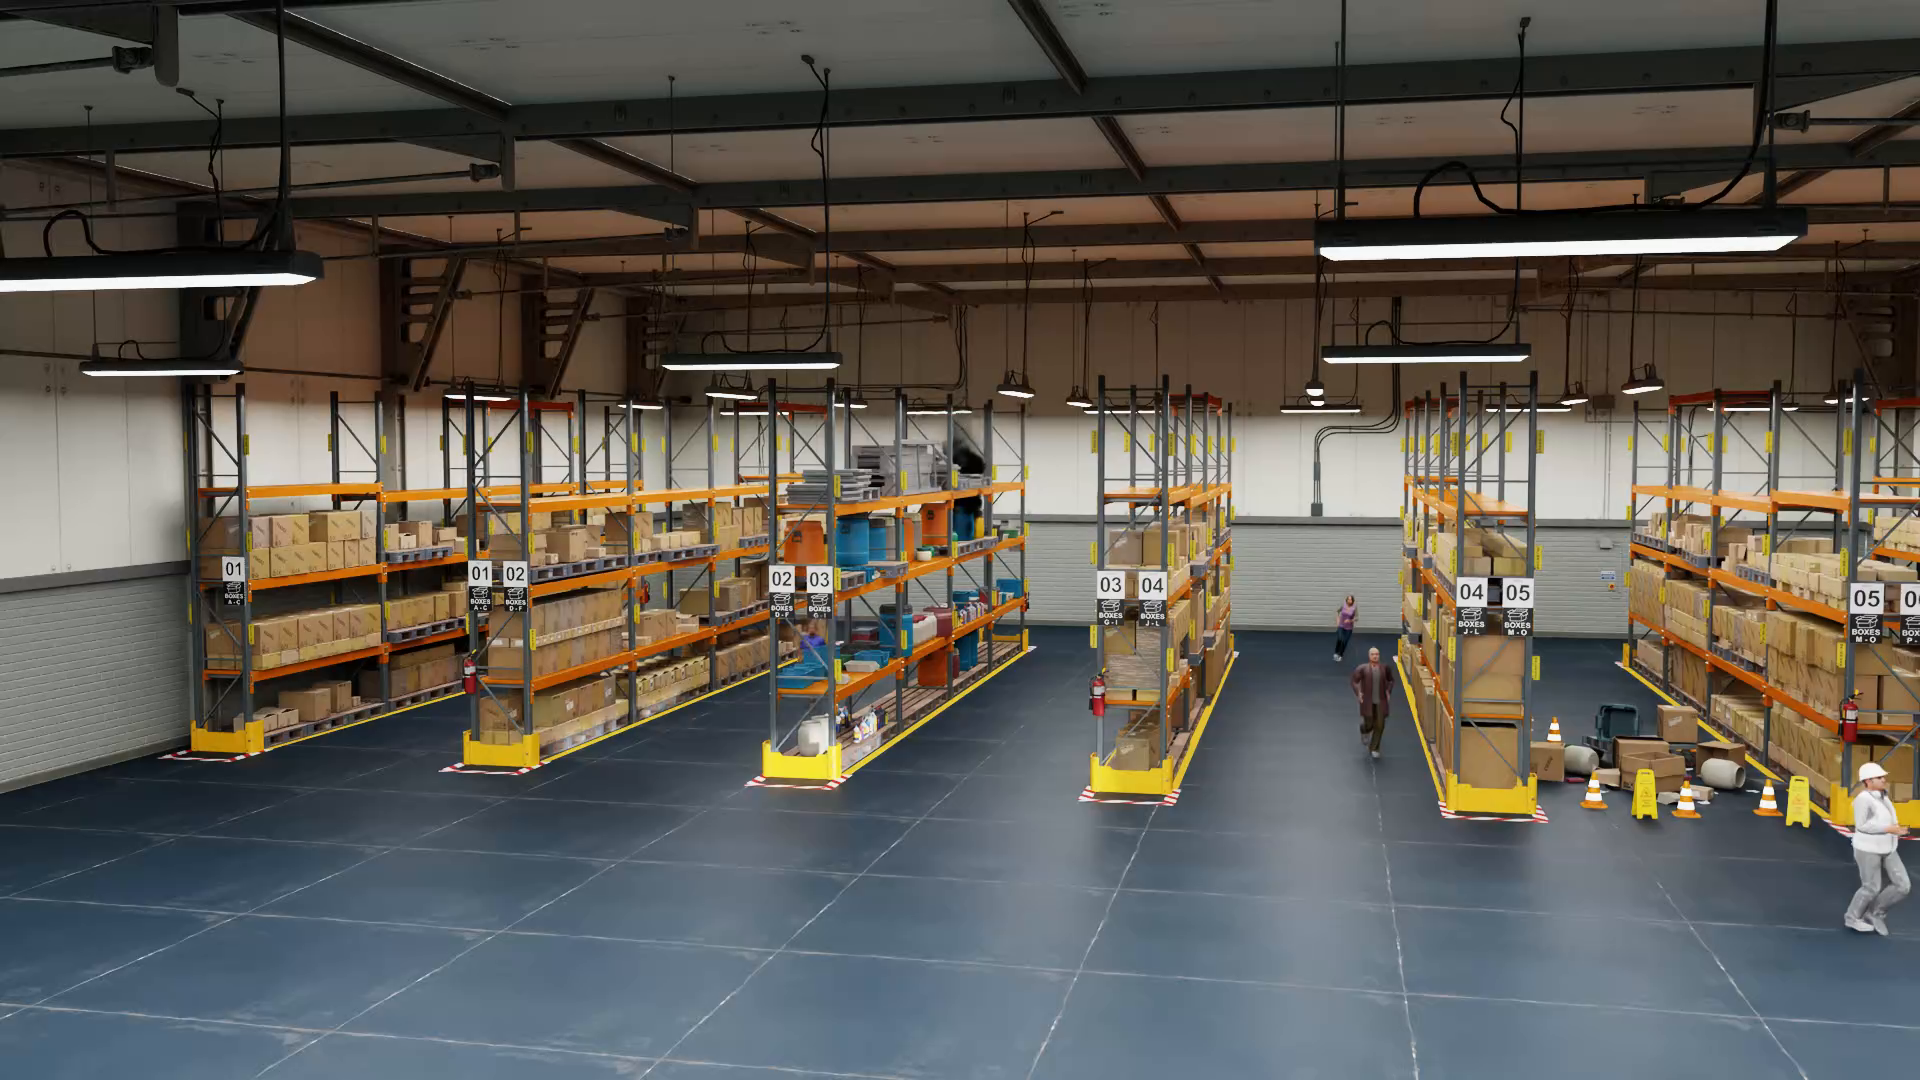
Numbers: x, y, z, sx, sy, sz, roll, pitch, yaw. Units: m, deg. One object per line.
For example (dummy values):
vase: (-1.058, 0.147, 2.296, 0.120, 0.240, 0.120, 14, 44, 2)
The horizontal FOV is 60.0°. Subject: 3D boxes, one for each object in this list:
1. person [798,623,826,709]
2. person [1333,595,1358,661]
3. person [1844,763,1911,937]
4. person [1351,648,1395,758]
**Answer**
person: (-2.805, 2.386, 31.598, 0.575, 1.602, 0.565, 0, 3, 4)
person: (8.886, 2.027, 38.286, 0.562, 1.540, 0.602, 1, 3, 16)
person: (9.346, 3.161, 16.884, 0.641, 1.779, 0.658, -2, 4, -31)
person: (6.671, 2.606, 26.824, 0.711, 1.743, 0.756, 0, 3, 2)
